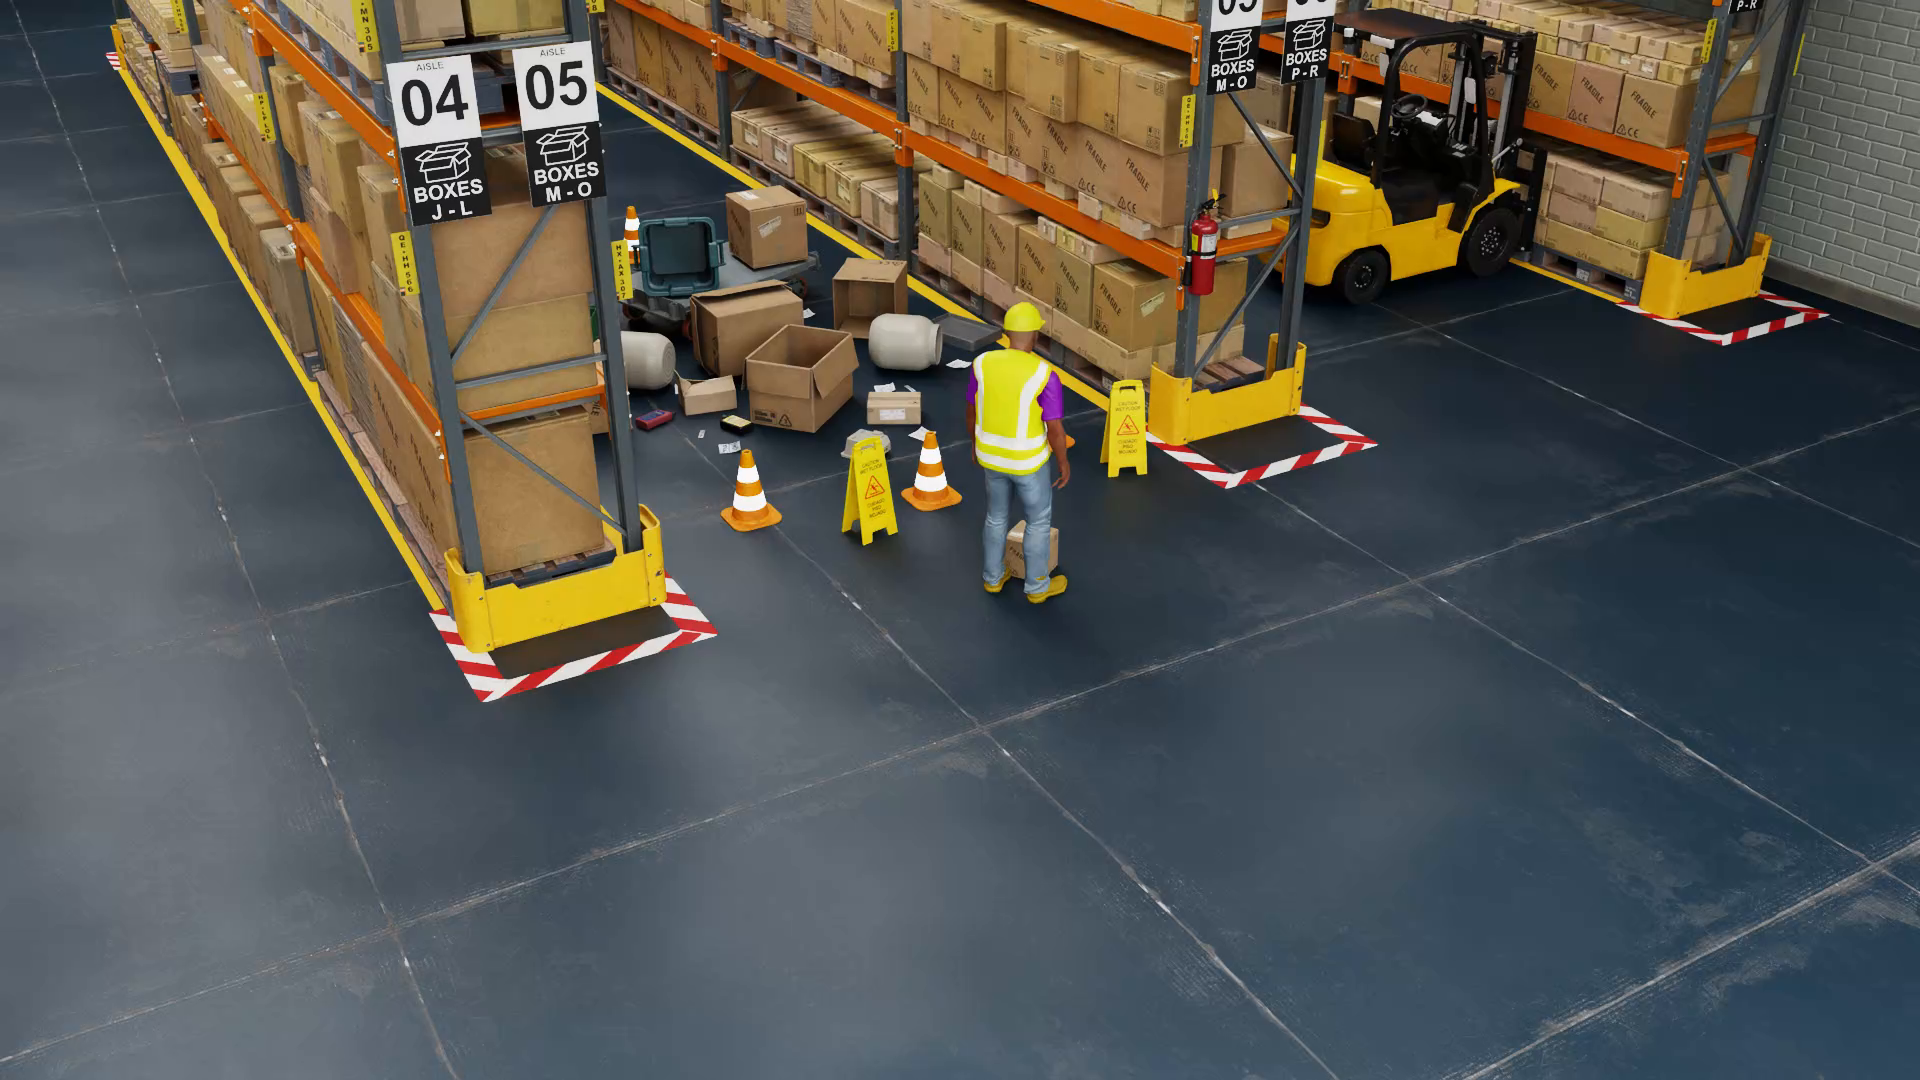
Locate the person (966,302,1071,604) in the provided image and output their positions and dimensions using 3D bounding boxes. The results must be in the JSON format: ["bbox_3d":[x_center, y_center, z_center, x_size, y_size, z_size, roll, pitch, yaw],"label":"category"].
[{"bbox_3d":[0.331,-0.489,9.433,0.627,1.761,0.456,16,32,26],"label":"person"}]
